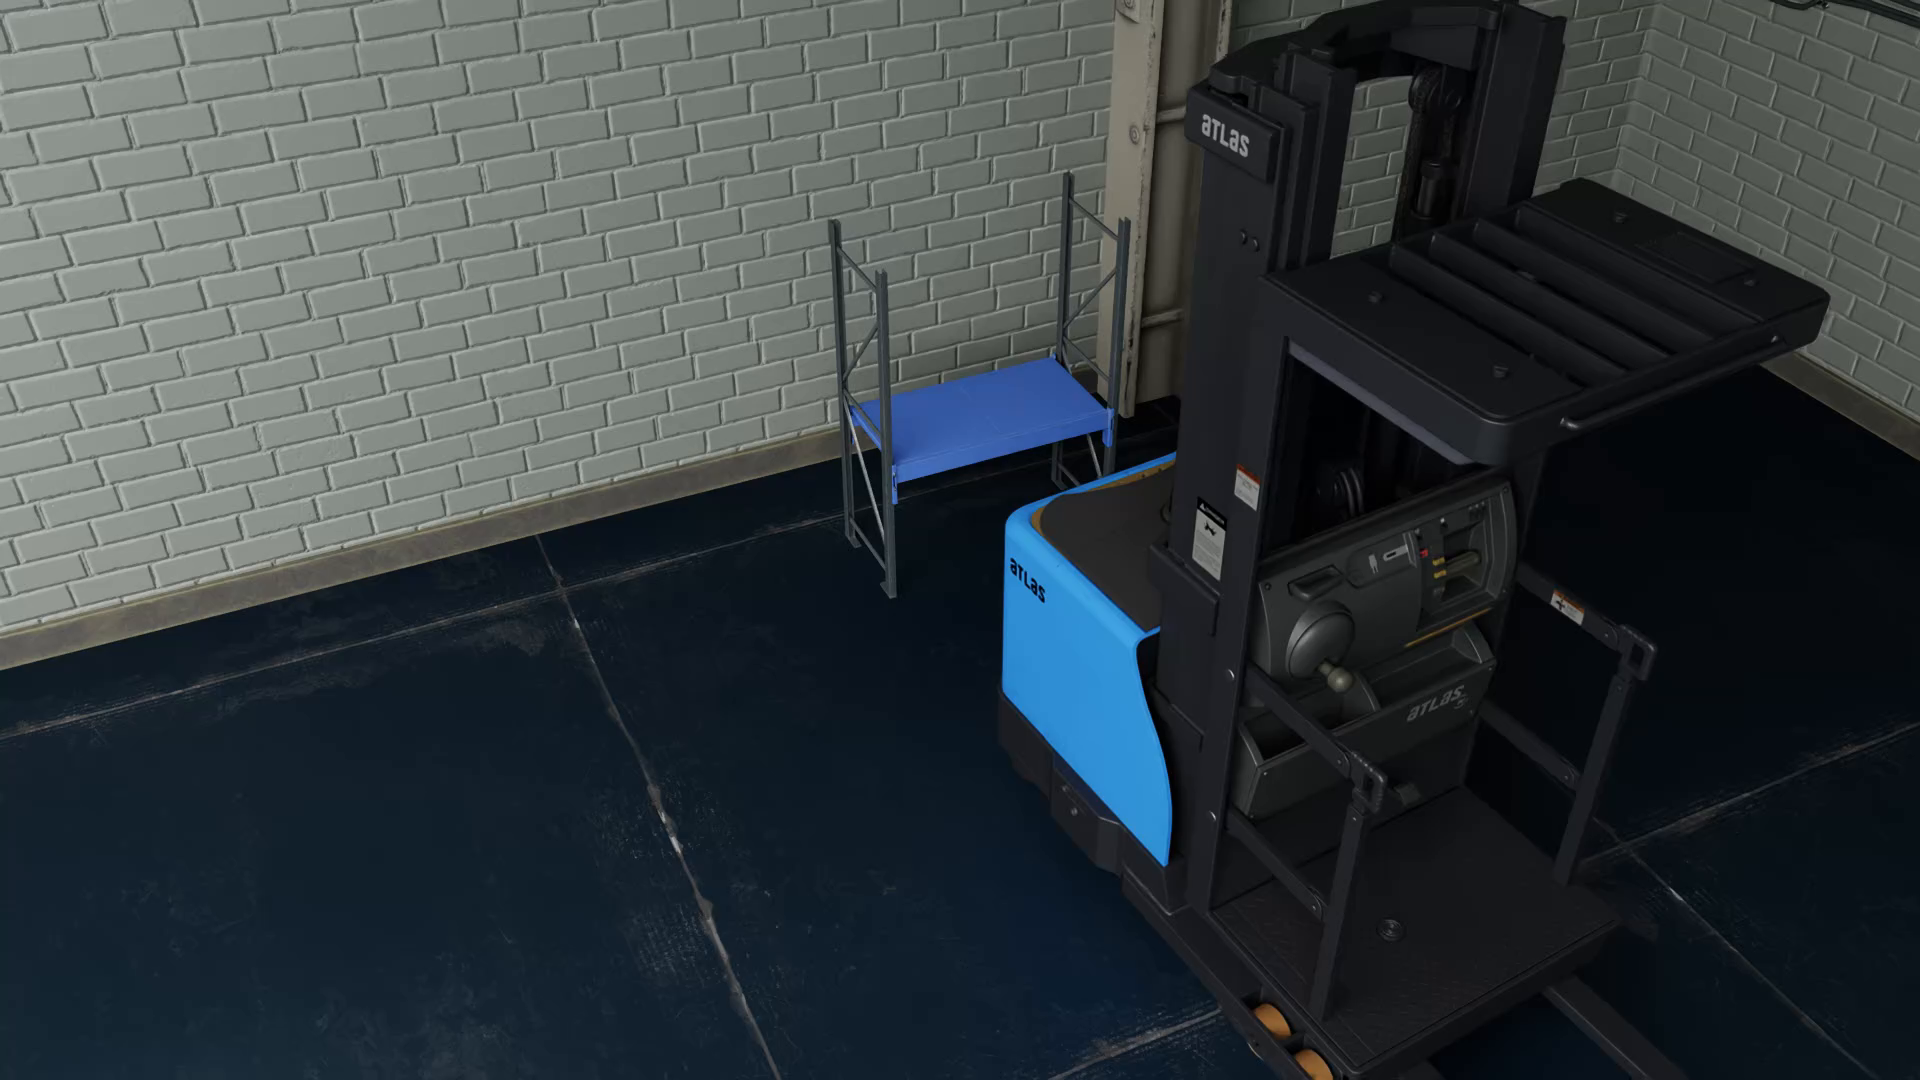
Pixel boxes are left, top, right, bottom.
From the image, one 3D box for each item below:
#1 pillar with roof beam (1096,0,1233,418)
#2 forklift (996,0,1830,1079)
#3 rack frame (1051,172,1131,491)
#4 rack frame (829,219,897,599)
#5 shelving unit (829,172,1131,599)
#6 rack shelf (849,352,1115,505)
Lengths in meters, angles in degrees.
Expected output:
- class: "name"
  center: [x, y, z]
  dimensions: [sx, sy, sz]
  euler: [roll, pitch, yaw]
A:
- class: "pillar with roof beam"
  center: [2.739, -2.014, 2.411]
  dimensions: [0.400, 9.000, 9.100]
  euler: [-16, 39, -20]
- class: "forklift"
  center: [1.323, 0.194, 4.528]
  dimensions: [1.130, 2.935, 3.031]
  euler: [-20, 41, -24]
- class: "rack frame"
  center: [0.537, -0.753, 7.006]
  dimensions: [0.032, 1.500, 0.500]
  euler: [-16, 39, -20]
- class: "rack frame"
  center: [-0.383, -0.495, 6.659]
  dimensions: [0.032, 1.500, 0.500]
  euler: [-16, 39, -20]
- class: "shelving unit"
  center: [0.077, -0.624, 6.832]
  dimensions: [1.048, 1.500, 0.538]
  euler: [-16, 39, -20]
- class: "rack shelf"
  center: [0.077, -0.480, 6.939]
  dimensions: [1.000, 0.185, 0.538]
  euler: [-16, 39, -20]
